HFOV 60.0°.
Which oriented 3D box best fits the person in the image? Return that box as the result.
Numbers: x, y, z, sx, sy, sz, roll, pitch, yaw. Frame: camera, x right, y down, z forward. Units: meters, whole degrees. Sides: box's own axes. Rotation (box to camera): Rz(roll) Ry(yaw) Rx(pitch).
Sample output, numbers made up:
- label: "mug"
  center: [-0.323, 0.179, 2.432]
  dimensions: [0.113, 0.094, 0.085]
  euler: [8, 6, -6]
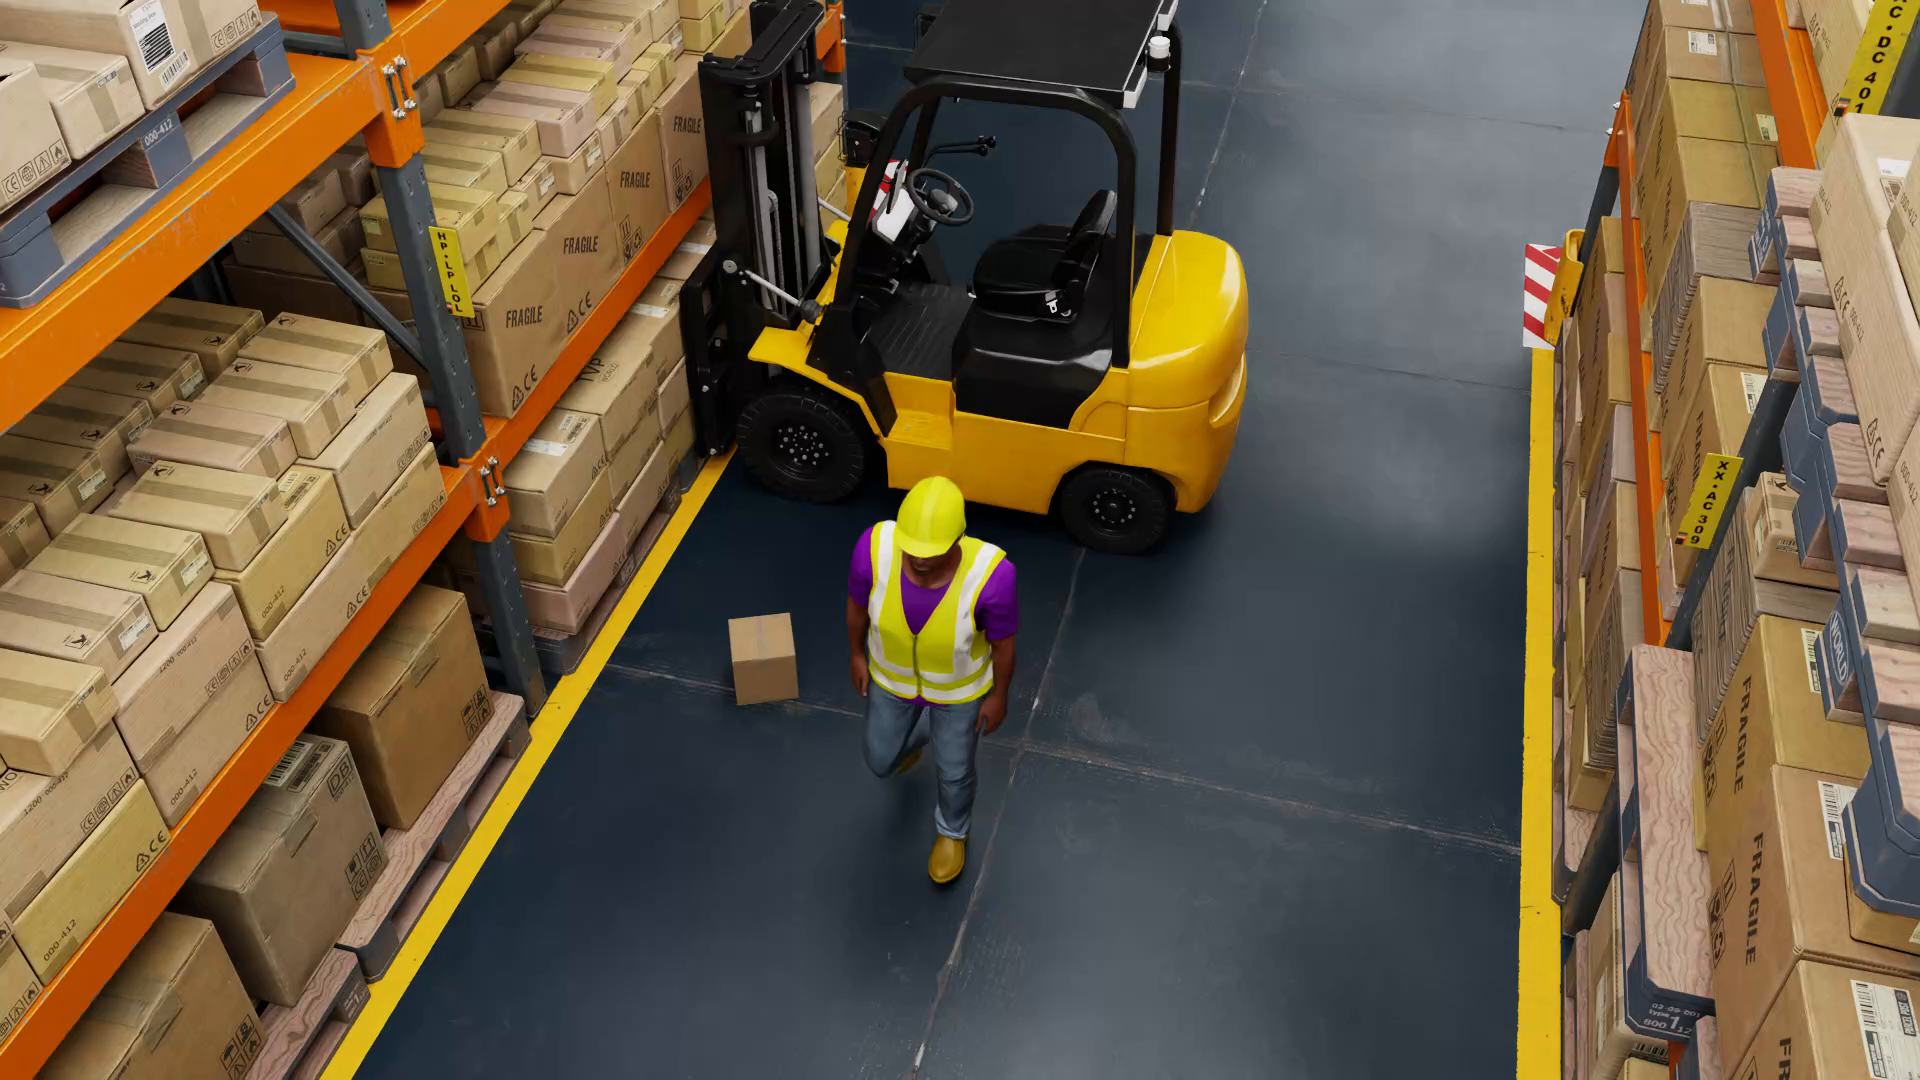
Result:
- label: "person"
  center: [-0.080, 0.405, 5.630]
  dimensions: [0.592, 1.760, 0.644]
  euler: [9, 42, 11]
